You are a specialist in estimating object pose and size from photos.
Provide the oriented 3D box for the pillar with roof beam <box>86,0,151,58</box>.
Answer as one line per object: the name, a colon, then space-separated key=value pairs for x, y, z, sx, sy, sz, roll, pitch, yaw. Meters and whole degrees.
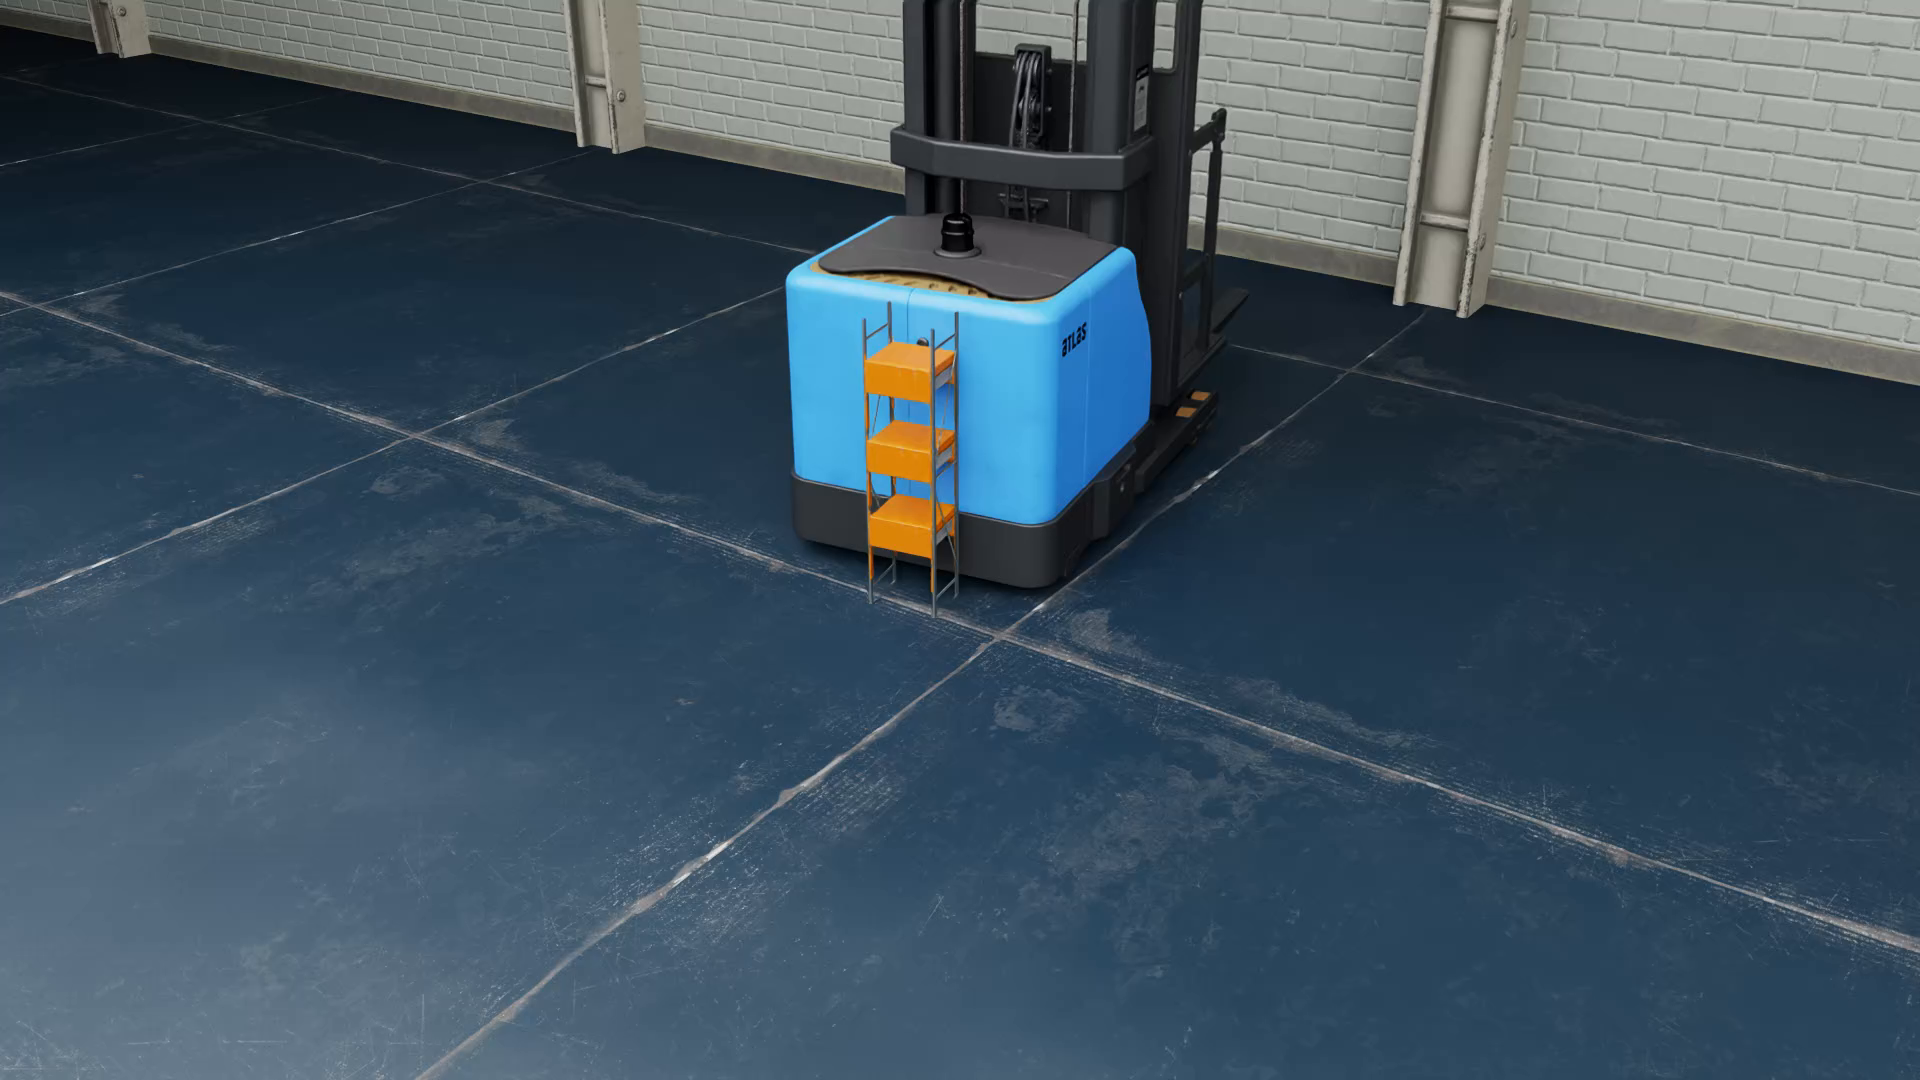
pillar with roof beam: x=-9.826 y=-6.720 z=9.532 sx=0.400 sy=9.000 sz=9.100 roll=17 pitch=32 yaw=30

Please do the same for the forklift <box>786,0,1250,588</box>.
forklift: x=0.469 y=-1.781 z=6.518 sx=1.130 sy=2.935 sz=3.031 roll=12 pitch=29 yaw=22

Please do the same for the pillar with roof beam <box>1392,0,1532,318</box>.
pillar with roof beam: x=0.065 y=-3.638 z=3.477 sx=0.400 sy=9.000 sz=9.100 roll=17 pitch=32 yaw=30

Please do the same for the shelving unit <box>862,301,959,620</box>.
shelving unit: x=-0.160 y=-0.257 z=5.598 sx=0.252 sy=1.050 sz=0.215 roll=12 pitch=29 yaw=22

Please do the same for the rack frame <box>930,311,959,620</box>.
rack frame: x=-0.049 y=-0.234 z=5.553 sx=0.008 sy=1.050 sz=0.200 roll=12 pitch=29 yaw=22

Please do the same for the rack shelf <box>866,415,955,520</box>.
rack shelf: x=-0.160 y=-0.248 z=5.603 sx=0.240 sy=0.259 sz=0.215 roll=12 pitch=29 yaw=22

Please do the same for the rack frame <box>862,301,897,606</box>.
rack frame: x=-0.271 y=-0.280 z=5.643 sx=0.008 sy=1.050 sz=0.200 roll=12 pitch=29 yaw=22

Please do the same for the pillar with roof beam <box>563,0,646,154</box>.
pillar with roof beam: x=-4.881 y=-5.179 z=6.505 sx=0.400 sy=9.000 sz=9.100 roll=17 pitch=32 yaw=30

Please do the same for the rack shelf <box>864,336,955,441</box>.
rack shelf: x=-0.160 y=-0.501 z=5.474 sx=0.240 sy=0.259 sz=0.215 roll=12 pitch=29 yaw=22

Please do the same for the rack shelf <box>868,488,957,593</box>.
rack shelf: x=-0.160 y=0.000 z=5.729 sx=0.240 sy=0.259 sz=0.215 roll=12 pitch=29 yaw=22
